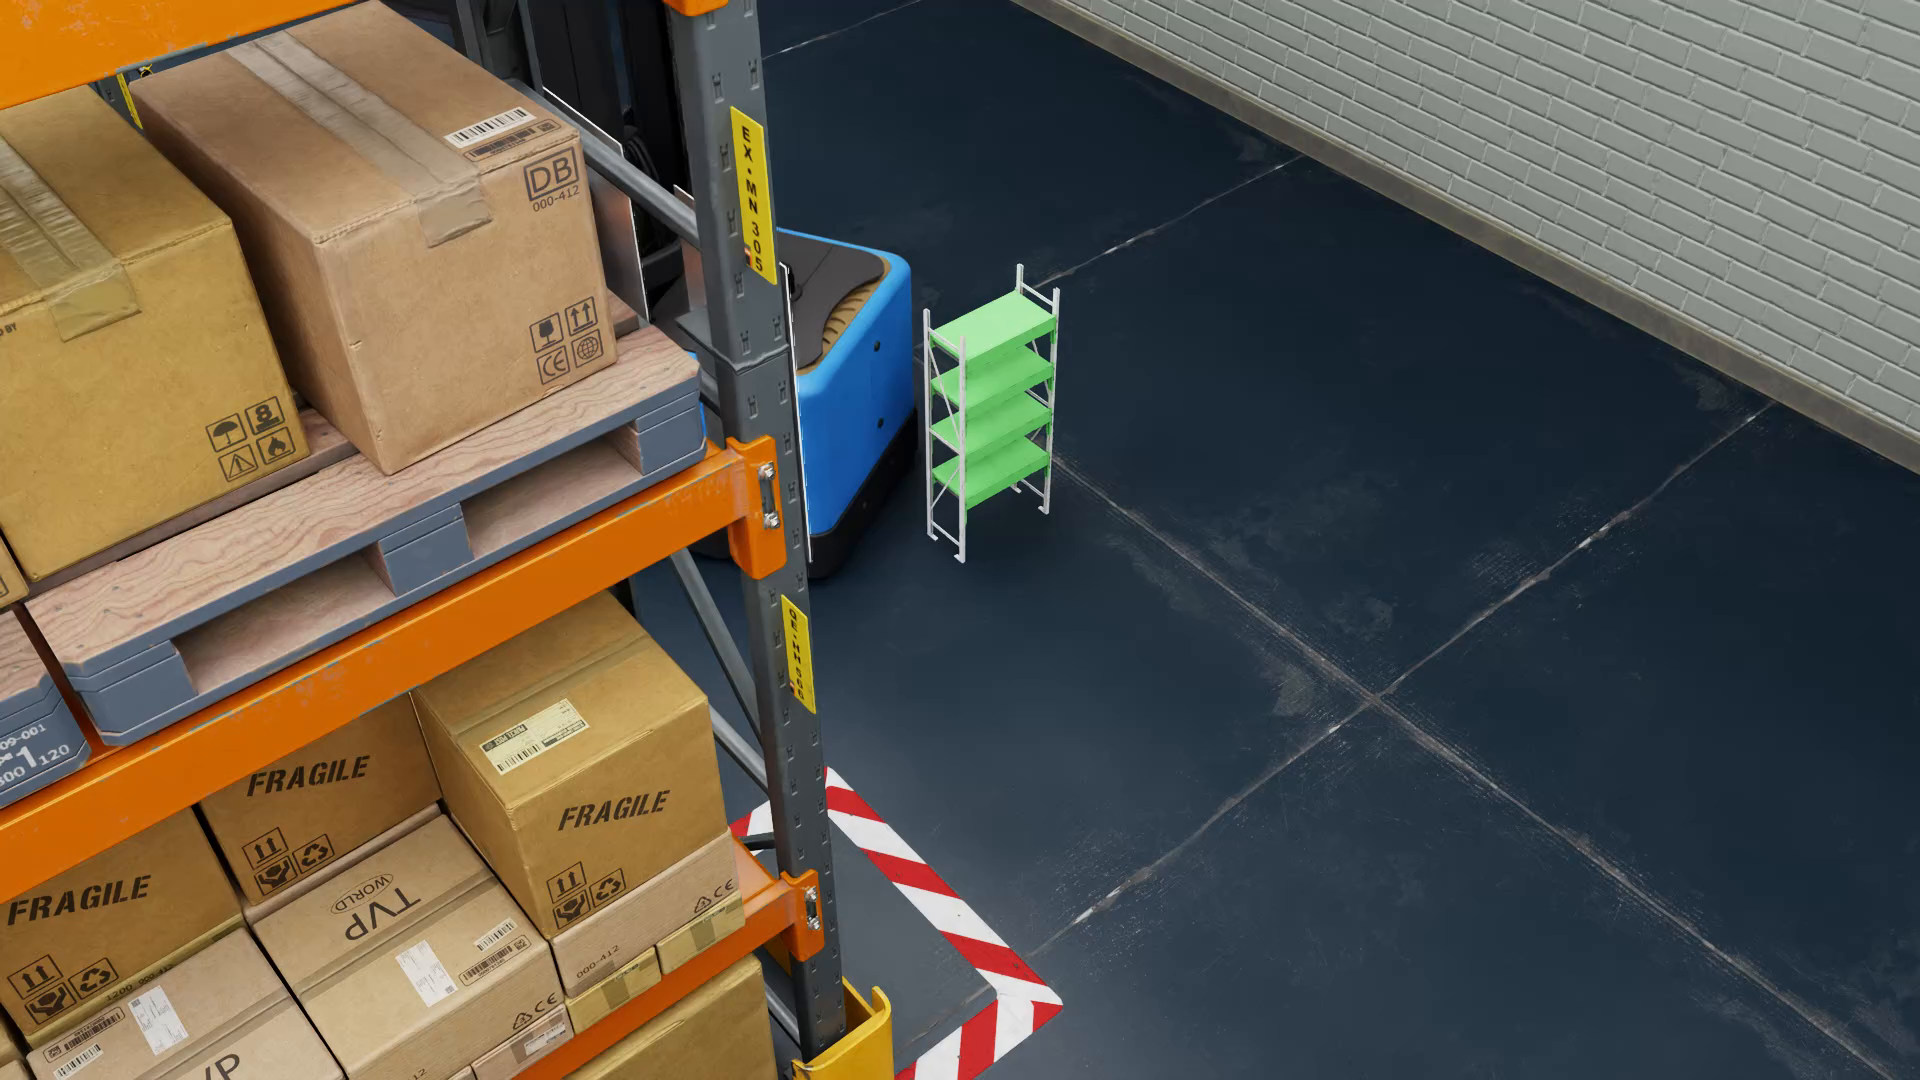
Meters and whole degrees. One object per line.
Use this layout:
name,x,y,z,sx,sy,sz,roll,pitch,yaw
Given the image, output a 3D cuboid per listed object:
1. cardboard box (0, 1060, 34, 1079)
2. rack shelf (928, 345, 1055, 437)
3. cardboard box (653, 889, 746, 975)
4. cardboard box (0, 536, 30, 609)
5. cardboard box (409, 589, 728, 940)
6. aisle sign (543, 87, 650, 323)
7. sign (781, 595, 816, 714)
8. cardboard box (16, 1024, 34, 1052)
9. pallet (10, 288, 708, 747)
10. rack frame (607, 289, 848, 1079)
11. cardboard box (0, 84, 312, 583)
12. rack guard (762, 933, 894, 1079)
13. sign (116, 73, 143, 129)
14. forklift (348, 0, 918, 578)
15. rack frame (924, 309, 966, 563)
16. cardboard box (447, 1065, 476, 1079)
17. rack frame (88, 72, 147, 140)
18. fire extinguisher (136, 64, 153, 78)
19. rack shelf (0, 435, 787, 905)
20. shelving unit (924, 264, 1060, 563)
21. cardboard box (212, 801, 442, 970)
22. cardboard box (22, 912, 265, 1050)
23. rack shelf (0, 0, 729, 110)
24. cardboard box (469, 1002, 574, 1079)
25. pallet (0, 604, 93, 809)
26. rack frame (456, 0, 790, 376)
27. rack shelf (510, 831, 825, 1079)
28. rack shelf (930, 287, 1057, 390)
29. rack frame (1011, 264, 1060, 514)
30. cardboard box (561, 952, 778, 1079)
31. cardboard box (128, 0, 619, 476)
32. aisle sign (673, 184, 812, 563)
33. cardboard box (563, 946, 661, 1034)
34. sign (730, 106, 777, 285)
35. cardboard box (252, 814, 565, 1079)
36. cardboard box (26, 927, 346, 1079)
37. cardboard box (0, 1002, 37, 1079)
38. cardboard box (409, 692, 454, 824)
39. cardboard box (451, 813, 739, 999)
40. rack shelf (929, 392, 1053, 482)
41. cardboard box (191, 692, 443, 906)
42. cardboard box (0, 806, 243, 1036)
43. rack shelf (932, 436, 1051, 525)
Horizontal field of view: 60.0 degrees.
cardboard box,-2.087,1.457,3.453,0.500,0.250,0.500,-30,51,-28
rack shelf,0.127,-0.638,6.850,0.480,0.148,0.258,-30,51,-28
cardboard box,-0.771,0.902,4.335,0.250,0.149,0.380,-29,50,-27
cardboard box,-1.948,-0.145,2.623,0.500,0.500,0.700,-33,52,-30
cardboard box,-0.914,0.506,3.918,0.500,0.500,0.500,-29,50,-27
aisle sign,-0.846,-0.655,3.911,0.004,0.787,0.394,-30,51,-28
sign,-0.371,0.264,3.812,0.005,0.325,0.100,-30,51,-28
cardboard box,-2.372,1.232,3.984,0.250,0.149,0.380,-31,51,-29
pallet,-1.271,-0.248,3.250,1.213,0.211,1.003,-30,51,-28
rack frame,-0.709,0.482,4.600,0.127,3.000,1.000,-30,51,-28
cardboard box,-1.582,-0.397,2.892,0.500,0.500,0.700,-32,52,-29
rack guard,-0.690,1.382,5.467,0.348,0.500,1.175,-30,51,-28
sign,-3.521,-1.897,7.013,0.005,0.325,0.100,-30,51,-28
forklift,-1.762,-1.550,6.813,3.031,2.935,1.130,15,45,16
rack frame,-0.060,-0.403,6.856,0.015,1.200,0.240,-30,51,-28
cardboard box,-1.355,1.237,3.979,0.250,0.149,0.380,-29,50,-27
rack frame,-3.887,-2.119,7.369,0.127,3.000,1.000,-30,51,-28
fire extinguisher,-3.479,-1.783,7.340,0.183,0.674,0.296,-30,51,-28
rack shelf,-2.243,0.529,2.884,4.000,0.370,1.077,-30,51,-28
shelving unit,0.127,-0.510,6.970,0.503,1.200,0.258,-30,51,-28
cardboard box,-1.645,0.729,4.229,0.500,0.250,0.500,-30,51,-28
cardboard box,-2.033,0.947,3.996,0.500,0.250,0.500,-32,52,-29
rack shelf,-2.243,-0.419,1.994,4.000,0.370,1.077,-30,51,-28
cardboard box,-1.163,1.128,4.095,0.250,0.149,0.380,-30,51,-28
pallet,-2.208,0.291,2.677,1.213,0.211,1.003,-30,51,-28
rack frame,-0.709,-1.705,2.546,0.127,3.000,1.000,-30,51,-28
rack shelf,-2.243,1.622,3.911,4.000,0.370,1.077,-30,51,-28
rack shelf,0.127,-0.813,6.685,0.480,0.148,0.258,-30,51,-28
rack frame,0.314,-0.617,7.084,0.015,1.200,0.240,-30,51,-28
cardboard box,-1.149,1.426,4.839,0.875,0.875,0.875,-30,51,-28
cardboard box,-1.073,-0.581,3.087,0.500,0.500,0.700,-33,52,-30
aisle sign,-0.461,-0.340,3.576,0.004,0.787,0.394,-30,51,-28
cardboard box,-0.969,1.018,4.213,0.250,0.149,0.380,-29,51,-28
sign,-0.371,-0.615,2.987,0.005,0.325,0.100,-30,51,-28
cardboard box,-1.300,1.002,3.937,0.500,0.250,0.500,-31,51,-29
cardboard box,-1.690,1.226,3.699,0.500,0.250,0.500,-32,52,-29
cardboard box,-2.429,1.179,3.749,0.500,0.250,0.500,-31,51,-29
cardboard box,-1.250,0.497,4.476,0.500,0.250,0.500,-31,51,-29
cardboard box,-0.910,0.780,4.174,0.500,0.250,0.500,-31,51,-28
rack shelf,0.127,-0.463,7.014,0.480,0.148,0.258,-30,51,-28
cardboard box,-1.634,0.443,3.985,0.500,0.500,0.500,-31,51,-29
cardboard box,-2.027,0.674,3.740,0.500,0.500,0.500,-31,51,-29
rack shelf,0.127,-0.289,7.178,0.480,0.148,0.258,-30,51,-28
